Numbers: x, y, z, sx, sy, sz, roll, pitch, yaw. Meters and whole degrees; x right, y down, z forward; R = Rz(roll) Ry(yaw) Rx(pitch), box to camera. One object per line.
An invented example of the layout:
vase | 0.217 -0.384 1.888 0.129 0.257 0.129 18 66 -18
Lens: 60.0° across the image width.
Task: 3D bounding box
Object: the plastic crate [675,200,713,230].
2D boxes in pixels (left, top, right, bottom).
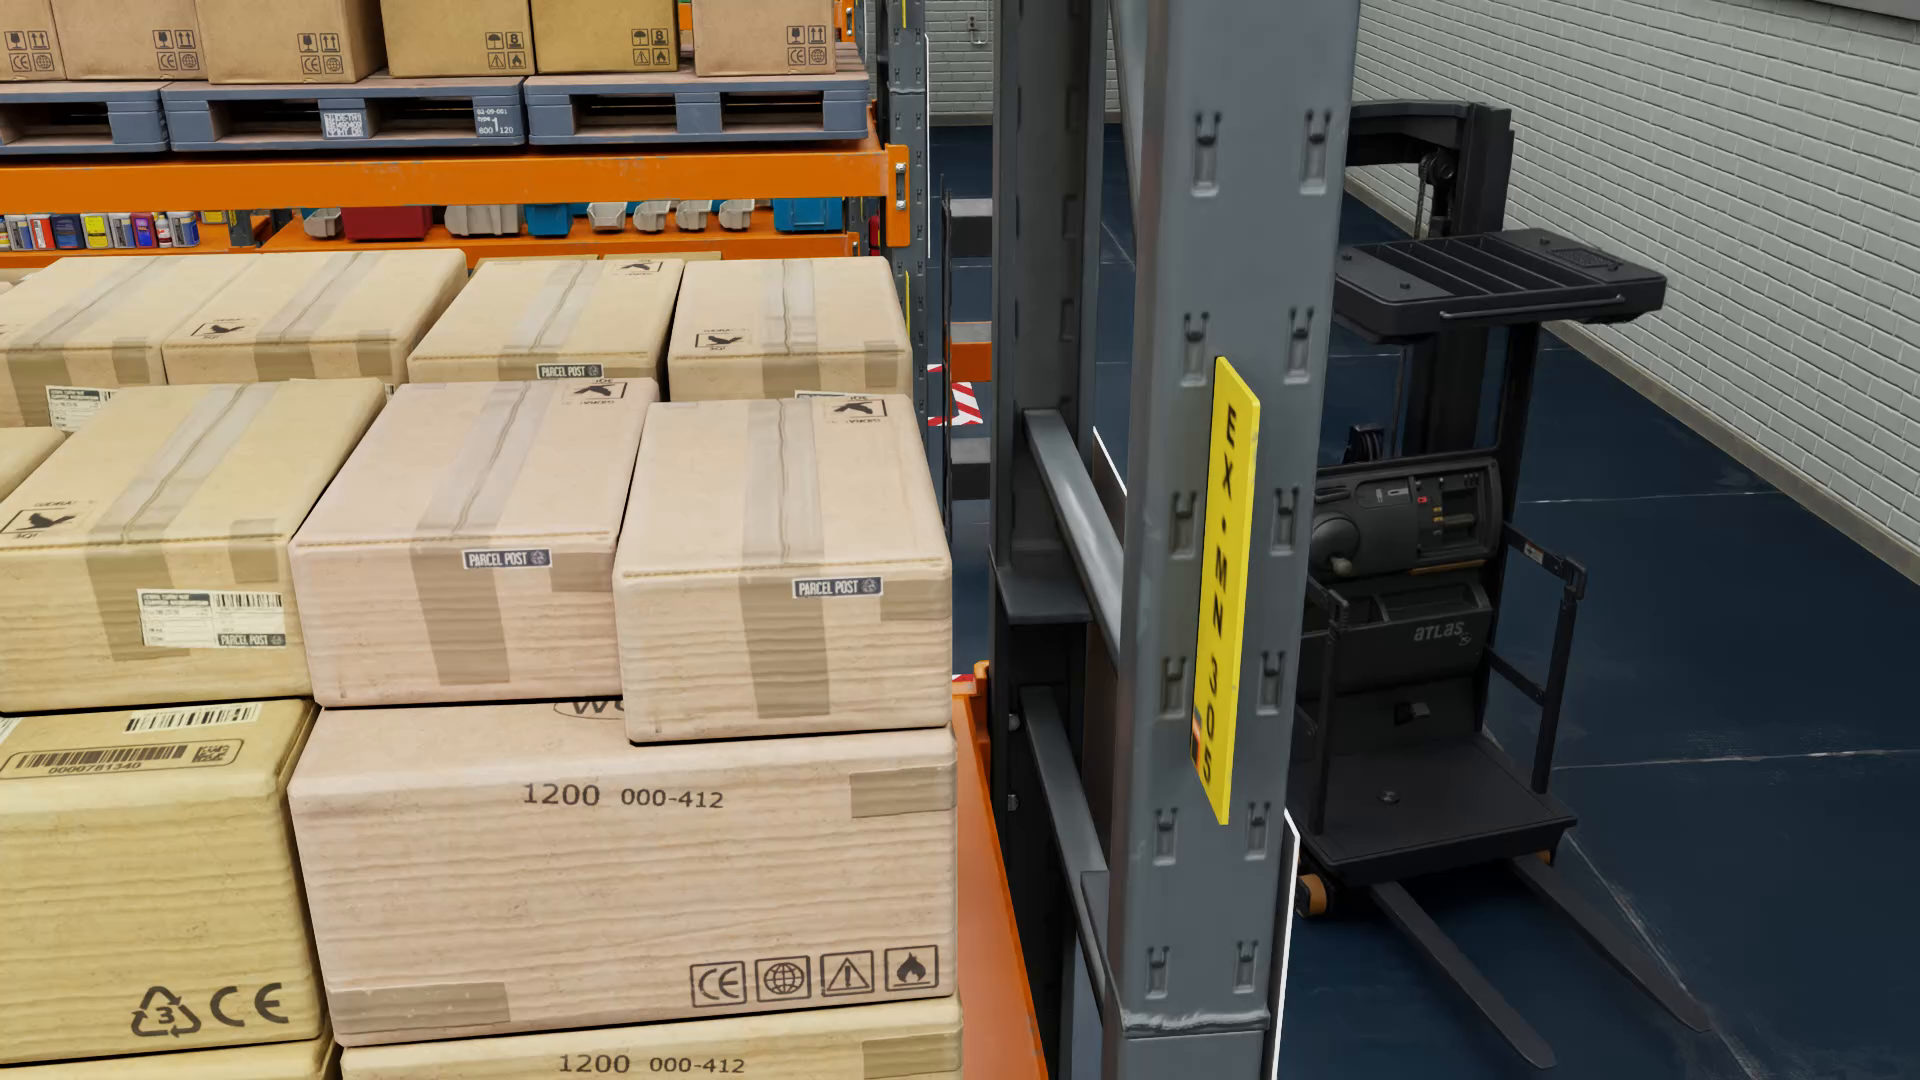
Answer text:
plastic crate | -1.805 -2.216 11.294 0.243 0.136 0.396 -2 24 -5

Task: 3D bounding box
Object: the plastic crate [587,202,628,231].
plastic crate | -2.373 -2.176 11.203 0.250 0.136 0.298 -2 24 -5

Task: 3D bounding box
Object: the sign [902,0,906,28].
sign | -0.195 -1.938 5.732 0.005 0.325 0.100 -2 24 -5

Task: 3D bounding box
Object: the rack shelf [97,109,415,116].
rack shelf | -7.176 -3.855 15.615 4.000 0.370 1.077 -2 24 -5

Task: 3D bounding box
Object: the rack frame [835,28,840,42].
rack frame | -1.205 -4.423 16.008 0.127 3.000 1.000 -2 24 -5

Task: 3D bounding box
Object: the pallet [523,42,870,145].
pallet | -0.972 -1.715 6.332 1.213 0.211 1.003 -2 24 -5

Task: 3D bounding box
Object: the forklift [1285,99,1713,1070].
forklift | 1.750 -0.056 6.268 1.130 2.935 3.031 -7 25 -15

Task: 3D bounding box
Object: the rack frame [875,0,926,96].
rack frame | -0.235 -3.160 5.781 0.127 3.000 1.000 -2 24 -5

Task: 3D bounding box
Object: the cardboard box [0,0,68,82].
cardboard box | -3.443 -1.969 6.030 0.500 0.500 0.700 -4 24 -8

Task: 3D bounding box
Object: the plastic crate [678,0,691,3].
plastic crate | -1.675 -3.540 10.589 0.336 0.188 0.450 -2 24 -5

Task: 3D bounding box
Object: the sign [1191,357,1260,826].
sign | 0.187 0.040 1.184 0.005 0.325 0.100 -2 24 -5

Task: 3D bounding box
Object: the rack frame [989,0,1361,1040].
rack frame | 0.152 -1.151 1.261 0.127 3.000 1.000 -2 24 -5

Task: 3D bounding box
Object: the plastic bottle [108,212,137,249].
plastic bottle | -5.426 -2.044 10.807 0.135 0.276 0.152 -2 24 -5

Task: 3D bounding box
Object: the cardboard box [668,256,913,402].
cardboard box | -0.193 -0.202 1.897 0.250 0.149 0.380 -2 24 -6

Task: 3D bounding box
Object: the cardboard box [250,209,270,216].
cardboard box | -6.640 -3.151 15.681 0.500 0.500 0.500 -2 24 -4

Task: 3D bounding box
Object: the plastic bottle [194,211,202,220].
plastic bottle | -5.242 -2.360 11.511 0.133 0.283 0.061 -2 24 -5

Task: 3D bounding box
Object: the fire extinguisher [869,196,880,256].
fire extinguisher | -0.527 -2.037 11.195 0.183 0.674 0.296 -2 24 -5

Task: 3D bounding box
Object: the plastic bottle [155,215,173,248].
plastic bottle | -5.175 -2.008 10.820 0.097 0.201 0.097 0 24 0

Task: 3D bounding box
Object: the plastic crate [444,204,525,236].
plastic crate | -3.165 -2.221 11.126 0.530 0.282 0.437 -2 24 -5

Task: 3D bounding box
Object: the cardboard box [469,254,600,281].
cardboard box | -1.752 -0.876 6.923 0.500 0.500 0.500 -3 24 -7

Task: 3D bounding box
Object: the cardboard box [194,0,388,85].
cardboard box | -2.373 -1.952 5.992 0.500 0.500 0.700 -1 24 -3

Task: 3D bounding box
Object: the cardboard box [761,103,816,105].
cardboard box | -1.624 -4.341 15.700 0.500 0.500 0.500 -2 24 -4

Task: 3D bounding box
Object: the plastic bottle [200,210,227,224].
plastic bottle | -5.125 -2.354 11.414 0.185 0.351 0.144 -2 24 -5

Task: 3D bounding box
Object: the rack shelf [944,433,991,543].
rack shelf | 0.165 -0.314 9.628 0.480 0.518 0.431 -2 24 -5

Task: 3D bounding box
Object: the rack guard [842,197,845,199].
rack guard | -1.280 -3.278 16.509 0.348 0.500 1.175 -2 24 -5

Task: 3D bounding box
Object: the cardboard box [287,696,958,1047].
cardboard box | -0.281 0.181 1.527 0.500 0.250 0.500 -3 24 -7

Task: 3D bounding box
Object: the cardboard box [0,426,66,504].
cardboard box | -0.912 0.044 1.342 0.250 0.149 0.380 -2 24 -4

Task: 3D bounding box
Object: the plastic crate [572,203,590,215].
plastic crate | -2.609 -2.430 11.657 0.300 0.233 0.416 -2 24 -5

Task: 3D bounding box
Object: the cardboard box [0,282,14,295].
cardboard box | -1.213 -0.155 1.792 0.250 0.149 0.380 -2 24 -4

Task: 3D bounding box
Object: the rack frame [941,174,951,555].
rack frame | -0.078 -0.956 9.316 0.015 2.100 0.400 -2 24 -5

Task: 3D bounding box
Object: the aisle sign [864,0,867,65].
aisle sign | -0.621 -3.493 10.716 0.004 0.787 0.394 -2 24 -5

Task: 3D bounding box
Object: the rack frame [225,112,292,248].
rack frame | -4.702 -2.261 11.144 0.127 3.000 1.000 -2 24 -5

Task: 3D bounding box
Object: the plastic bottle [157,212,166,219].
plastic bottle | -5.565 -2.325 11.441 0.135 0.276 0.152 -2 24 -5

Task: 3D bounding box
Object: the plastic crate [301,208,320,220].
plastic crate | -4.271 -2.438 11.487 0.575 0.384 0.392 -2 24 -5

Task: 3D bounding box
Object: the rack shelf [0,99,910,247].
rack shelf | -2.225 -1.381 6.357 4.000 0.370 1.077 -2 24 -5

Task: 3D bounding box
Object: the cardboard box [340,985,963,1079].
cardboard box | -0.275 0.413 1.620 0.500 0.250 0.500 -3 24 -6

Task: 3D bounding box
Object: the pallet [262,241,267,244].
pallet | -5.991 -2.941 16.108 1.213 0.211 1.003 -2 24 -5

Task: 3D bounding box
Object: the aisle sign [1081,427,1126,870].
aisle sign | 0.195 0.278 2.231 0.004 0.787 0.394 -2 24 -5

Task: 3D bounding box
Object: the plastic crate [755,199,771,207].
plastic crate | -1.327 -2.472 11.869 0.298 0.136 0.250 -2 24 -5

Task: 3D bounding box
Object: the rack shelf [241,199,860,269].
rack shelf | -2.712 -2.012 11.470 4.000 0.370 1.077 -2 24 -5

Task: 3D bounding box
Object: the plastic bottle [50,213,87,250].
plastic bottle | -5.769 -2.062 10.757 0.185 0.351 0.144 -2 24 -5

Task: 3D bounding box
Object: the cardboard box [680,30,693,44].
cardboard box | -2.639 -4.754 15.398 0.500 0.500 0.500 -2 24 -4

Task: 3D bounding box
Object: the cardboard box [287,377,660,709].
cardboard box | -0.403 -0.012 1.469 0.250 0.149 0.380 -2 24 -4

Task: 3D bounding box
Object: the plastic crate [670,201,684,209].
plastic crate | -2.002 -2.445 11.808 0.298 0.136 0.250 -2 24 -5

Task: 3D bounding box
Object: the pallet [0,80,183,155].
pallet | -3.400 -1.618 6.113 1.213 0.211 1.003 -2 24 -5

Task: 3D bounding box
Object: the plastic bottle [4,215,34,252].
plastic bottle | -6.062 -2.018 10.750 0.135 0.276 0.152 -2 24 -5

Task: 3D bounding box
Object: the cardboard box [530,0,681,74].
cardboard box | -1.319 -2.057 6.228 0.500 0.500 0.700 -3 24 -7

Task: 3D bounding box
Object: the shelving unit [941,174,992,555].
shelving unit | 0.165 -0.966 9.338 0.503 2.100 0.431 -2 24 -5

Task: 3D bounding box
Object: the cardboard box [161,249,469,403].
cardboard box | -0.725 -0.218 1.932 0.250 0.149 0.380 -2 24 -5
